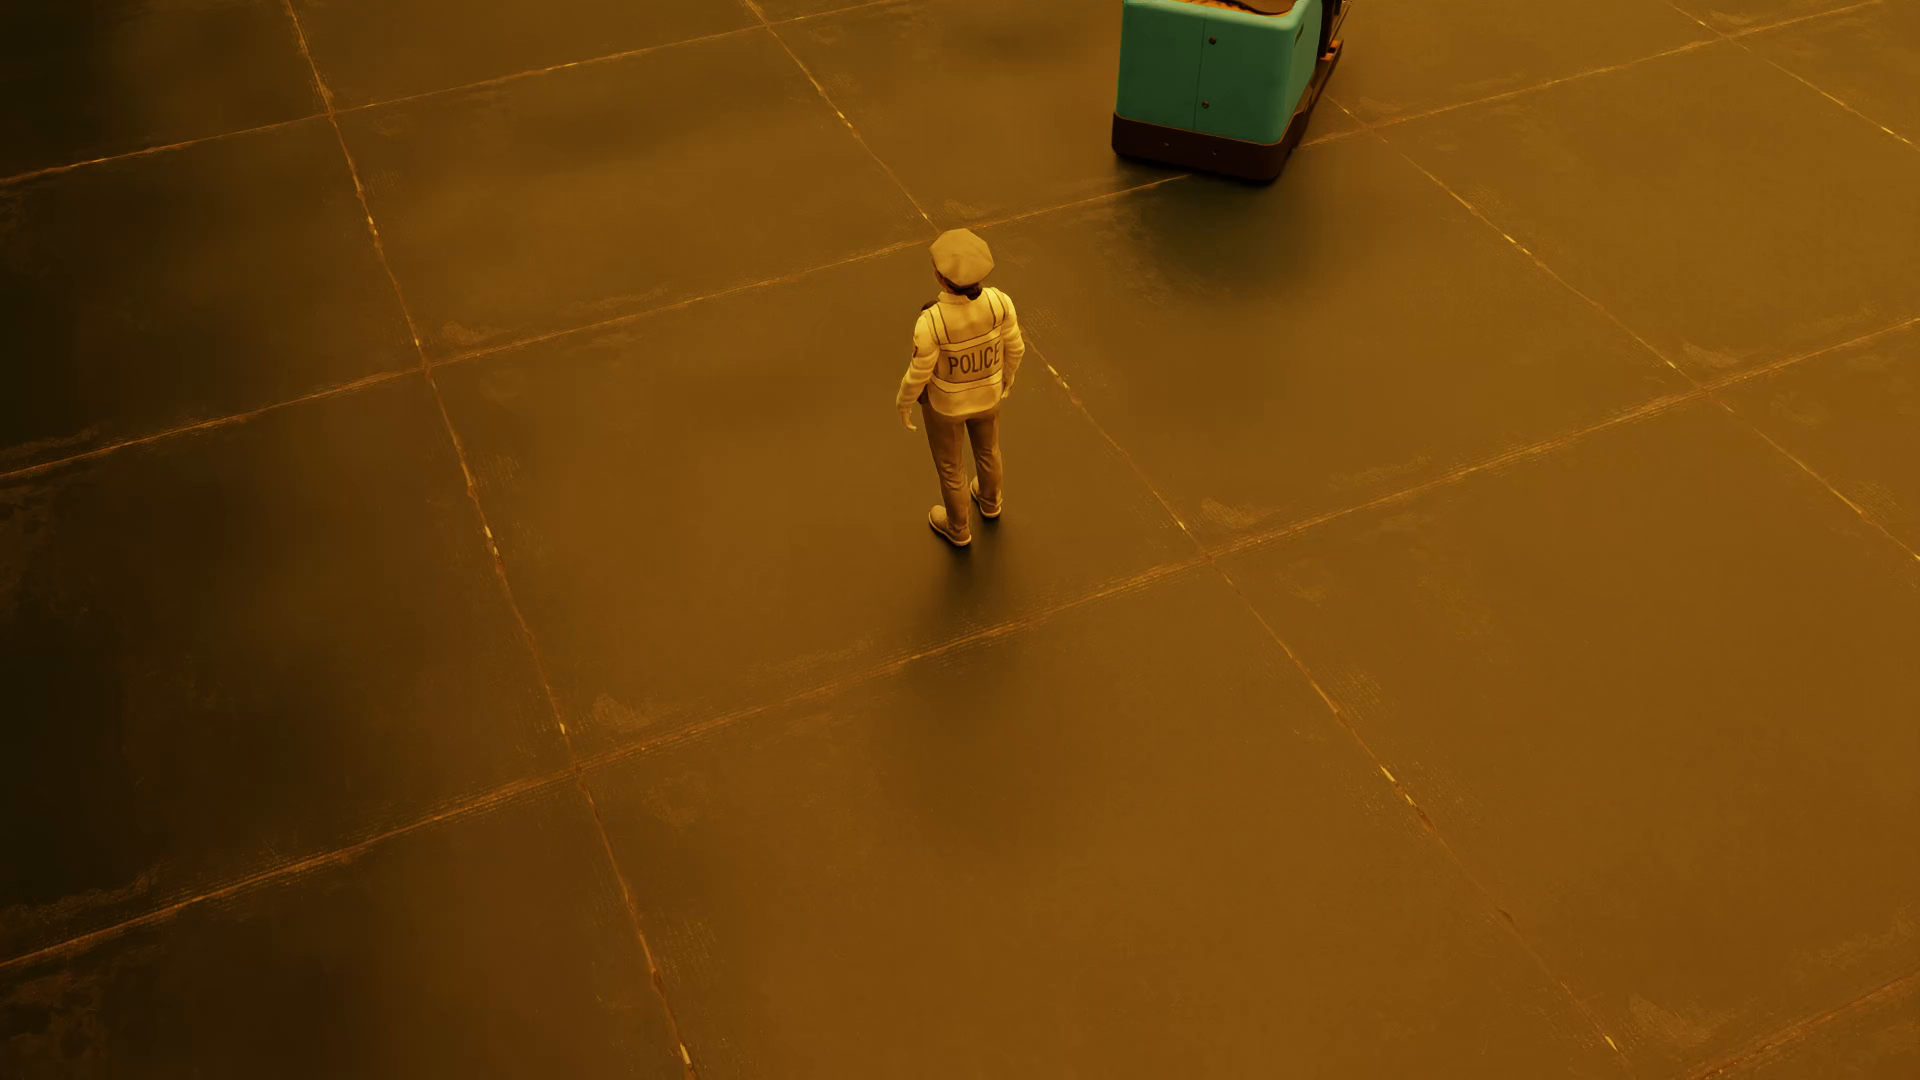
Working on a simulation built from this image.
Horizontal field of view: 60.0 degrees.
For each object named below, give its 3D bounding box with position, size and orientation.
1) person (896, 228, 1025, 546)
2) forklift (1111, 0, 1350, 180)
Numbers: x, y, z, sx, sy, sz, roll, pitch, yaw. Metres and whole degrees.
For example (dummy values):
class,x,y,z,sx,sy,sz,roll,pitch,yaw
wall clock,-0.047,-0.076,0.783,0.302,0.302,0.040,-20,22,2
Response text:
class,x,y,z,sx,sy,sz,roll,pitch,yaw
person,-0.023,-0.668,7.294,0.588,1.692,0.531,-18,46,-18
forklift,1.949,-4.262,10.247,1.130,2.935,3.031,15,45,15
